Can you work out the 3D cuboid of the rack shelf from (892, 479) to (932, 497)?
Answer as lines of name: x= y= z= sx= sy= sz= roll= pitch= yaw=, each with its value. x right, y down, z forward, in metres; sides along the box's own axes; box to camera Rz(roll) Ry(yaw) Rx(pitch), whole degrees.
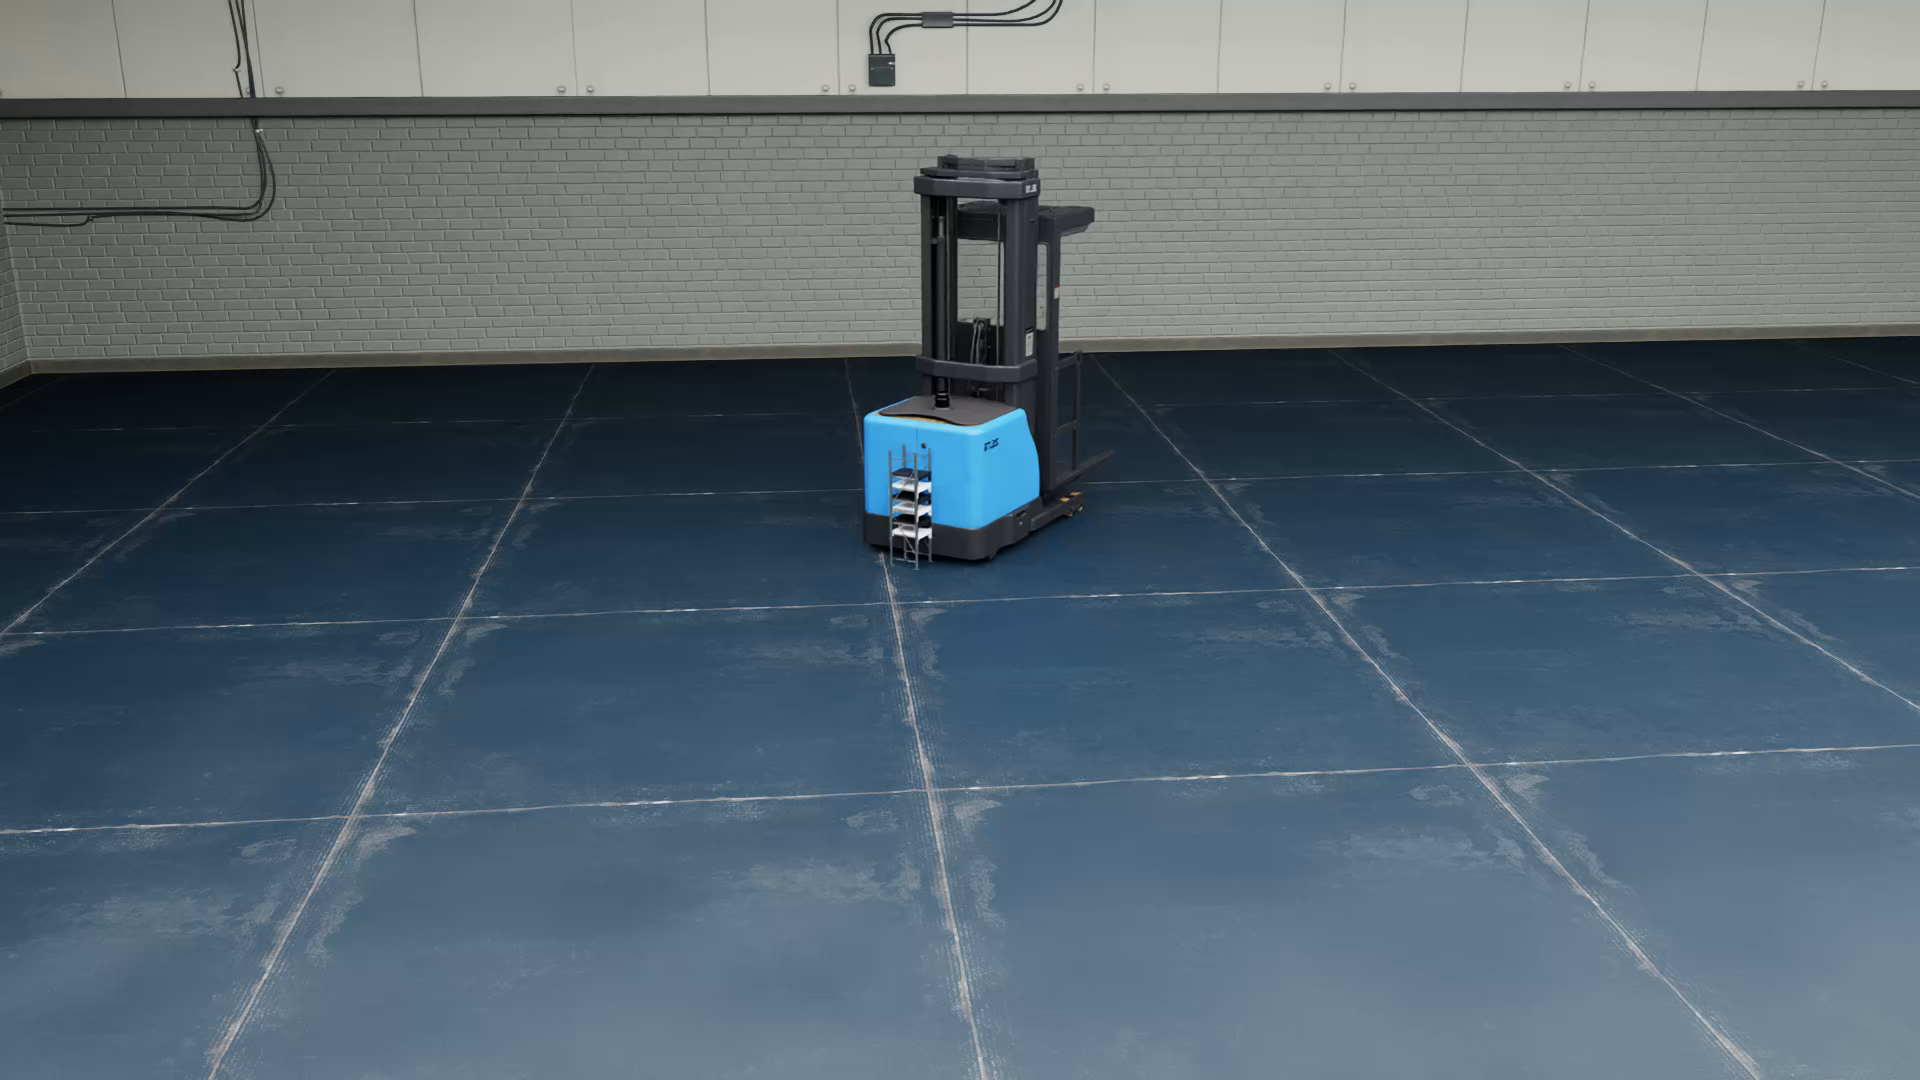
rack shelf: x=-0.371 y=-0.385 z=12.411 sx=0.258 sy=0.077 sz=0.200 roll=9 pitch=20 yaw=27

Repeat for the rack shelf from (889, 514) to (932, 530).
rack shelf: x=-0.371 y=-0.127 z=12.492 sx=0.258 sy=0.077 sz=0.200 roll=9 pitch=20 yaw=27

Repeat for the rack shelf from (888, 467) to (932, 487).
rack shelf: x=-0.371 y=-0.471 z=12.384 sx=0.258 sy=0.077 sz=0.200 roll=9 pitch=20 yaw=27

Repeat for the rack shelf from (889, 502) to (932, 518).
rack shelf: x=-0.371 y=-0.213 z=12.465 sx=0.258 sy=0.077 sz=0.200 roll=9 pitch=20 yaw=27

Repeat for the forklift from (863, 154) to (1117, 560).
forklift: x=0.398 y=-1.642 z=13.515 sx=1.130 sy=2.935 sz=3.031 roll=9 pitch=20 yaw=27

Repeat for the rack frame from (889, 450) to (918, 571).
rack frame: x=-0.420 y=-0.218 z=12.370 sx=0.240 sy=0.900 sz=0.006 roll=9 pitch=20 yaw=27

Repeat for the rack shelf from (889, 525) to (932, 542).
rack shelf: x=-0.371 y=-0.042 z=12.519 sx=0.258 sy=0.077 sz=0.200 roll=9 pitch=20 yaw=27

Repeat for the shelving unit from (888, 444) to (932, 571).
shelving unit: x=-0.371 y=-0.245 z=12.455 sx=0.258 sy=0.900 sz=0.210 roll=9 pitch=20 yaw=27

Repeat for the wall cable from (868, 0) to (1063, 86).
wall cable: x=0.091 y=-8.176 z=18.519 sx=2.305 sy=6.003 sz=0.169 roll=-2 pitch=18 yaw=-6

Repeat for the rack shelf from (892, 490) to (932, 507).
rack shelf: x=-0.371 y=-0.299 z=12.438 sx=0.258 sy=0.077 sz=0.200 roll=9 pitch=20 yaw=27

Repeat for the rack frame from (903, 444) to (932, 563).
rack frame: x=-0.323 y=-0.272 z=12.540 sx=0.240 sy=0.900 sz=0.006 roll=9 pitch=20 yaw=27

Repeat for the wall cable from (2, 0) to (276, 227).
wall cable: x=-9.353 y=-4.783 z=18.574 sx=3.097 sy=2.526 sz=0.112 roll=-2 pitch=18 yaw=-6
